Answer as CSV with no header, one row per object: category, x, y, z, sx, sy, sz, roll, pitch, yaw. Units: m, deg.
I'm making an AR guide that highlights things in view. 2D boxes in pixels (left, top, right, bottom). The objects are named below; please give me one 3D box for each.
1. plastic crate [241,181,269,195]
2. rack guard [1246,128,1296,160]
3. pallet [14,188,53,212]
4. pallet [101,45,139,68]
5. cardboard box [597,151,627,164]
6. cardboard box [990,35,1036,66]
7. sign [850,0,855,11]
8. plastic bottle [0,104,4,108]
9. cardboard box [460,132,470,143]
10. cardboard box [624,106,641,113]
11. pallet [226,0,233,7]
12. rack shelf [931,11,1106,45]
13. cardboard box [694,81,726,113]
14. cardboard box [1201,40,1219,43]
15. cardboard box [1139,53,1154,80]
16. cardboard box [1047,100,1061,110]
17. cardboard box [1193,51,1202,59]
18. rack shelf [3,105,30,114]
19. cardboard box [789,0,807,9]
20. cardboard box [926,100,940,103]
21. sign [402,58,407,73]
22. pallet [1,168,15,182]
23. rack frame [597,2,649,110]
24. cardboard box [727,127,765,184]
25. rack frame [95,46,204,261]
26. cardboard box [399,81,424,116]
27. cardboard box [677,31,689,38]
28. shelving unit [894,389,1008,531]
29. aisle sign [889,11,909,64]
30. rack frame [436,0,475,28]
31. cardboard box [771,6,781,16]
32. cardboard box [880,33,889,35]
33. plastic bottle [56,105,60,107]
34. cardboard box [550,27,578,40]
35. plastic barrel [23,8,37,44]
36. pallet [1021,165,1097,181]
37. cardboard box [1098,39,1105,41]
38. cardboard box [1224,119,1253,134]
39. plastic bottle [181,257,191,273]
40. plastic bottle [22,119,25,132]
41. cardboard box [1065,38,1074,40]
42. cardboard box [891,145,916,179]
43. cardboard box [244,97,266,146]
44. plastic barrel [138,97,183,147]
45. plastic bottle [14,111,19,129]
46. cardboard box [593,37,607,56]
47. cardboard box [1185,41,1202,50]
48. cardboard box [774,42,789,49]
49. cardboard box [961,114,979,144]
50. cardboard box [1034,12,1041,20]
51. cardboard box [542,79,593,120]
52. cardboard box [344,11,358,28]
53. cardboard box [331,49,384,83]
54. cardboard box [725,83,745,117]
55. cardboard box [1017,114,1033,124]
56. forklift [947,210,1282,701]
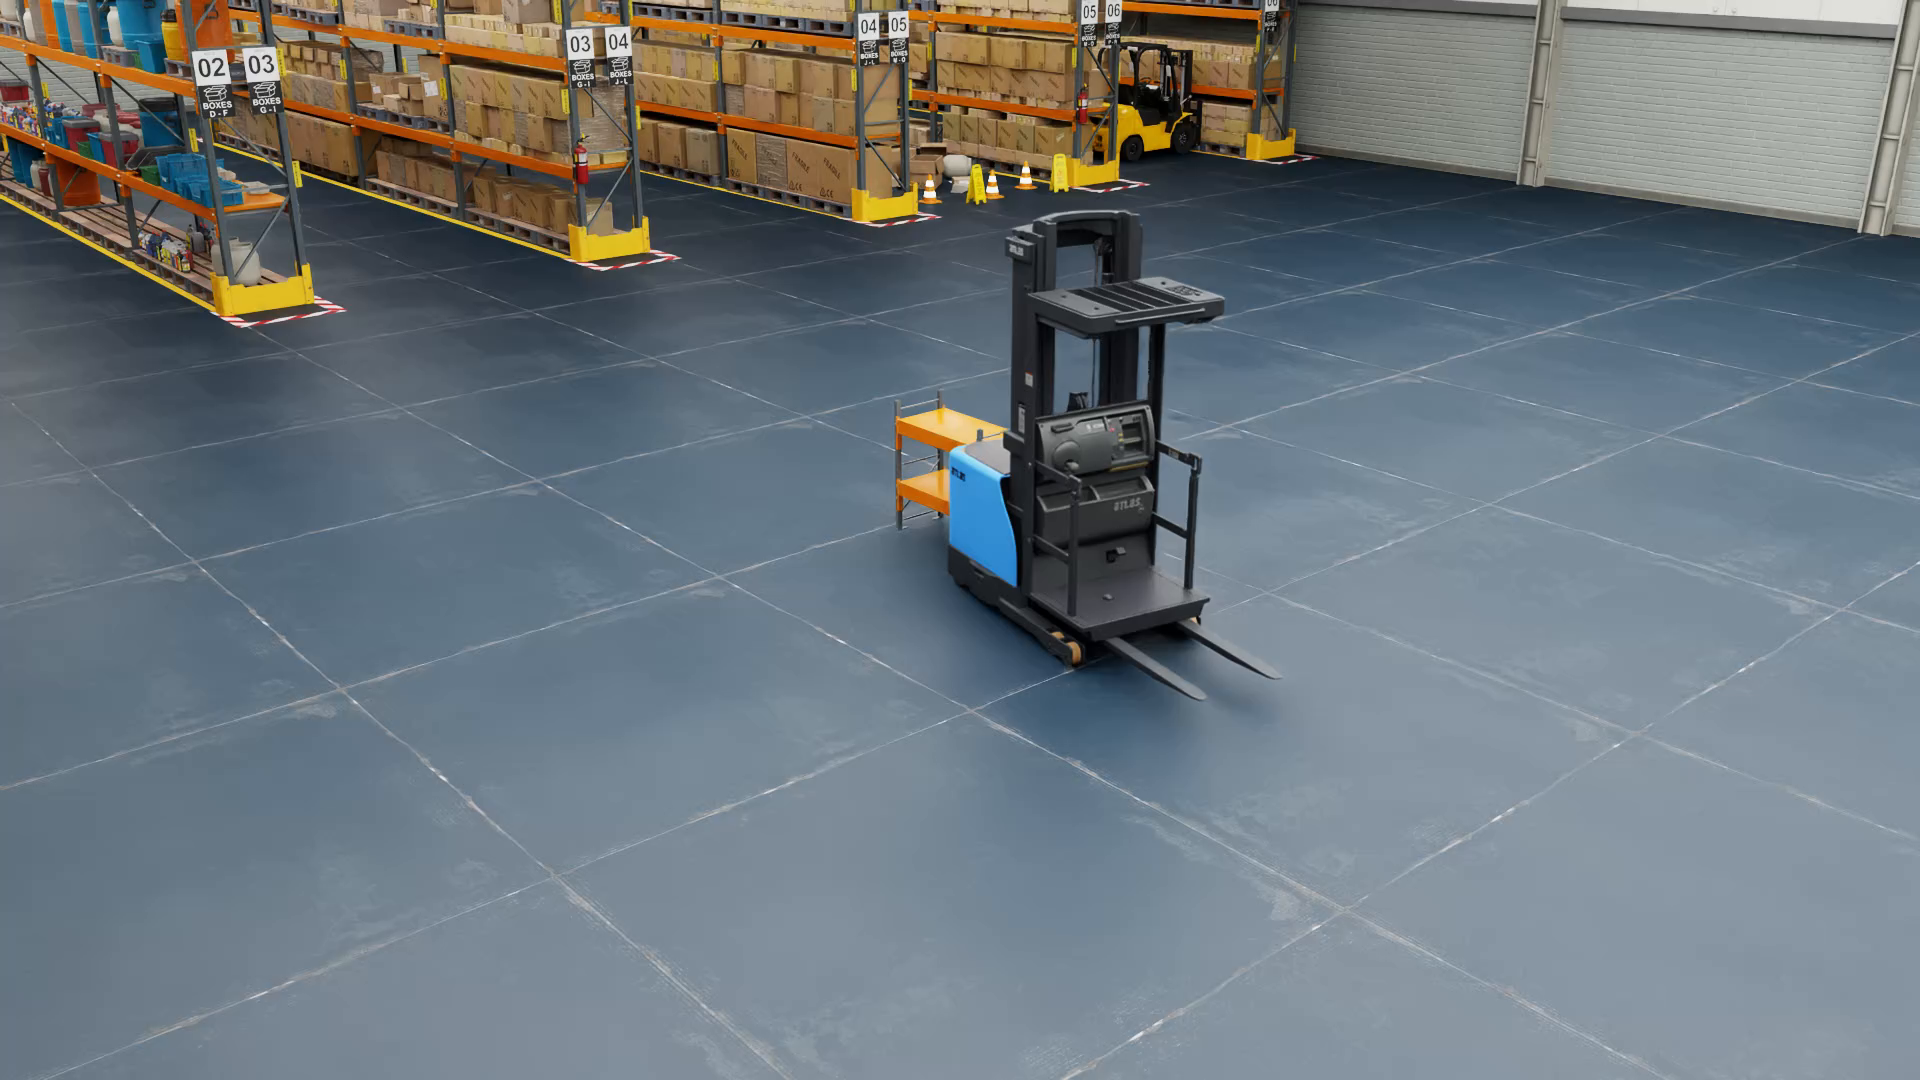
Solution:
plastic crate,-9.158,-4.574,21.636,0.298,0.136,0.250,-17,27,-37
rack guard,6.216,-7.923,33.253,1.175,0.500,0.348,-17,27,-37
pallet,-15.378,-5.829,28.304,1.003,0.211,1.213,-17,27,-37
pallet,-10.883,-6.610,22.620,1.213,0.211,1.003,-17,27,-37
cardboard box,-5.070,-5.570,24.163,0.380,0.149,0.250,-17,27,-37
cardboard box,0.988,-9.080,30.863,0.700,0.500,0.500,-18,27,-38
sign,-1.662,-8.351,25.701,0.100,0.325,0.005,-17,27,-37
plastic bottle,-16.398,-7.311,28.432,0.152,0.276,0.135,-17,27,-37
cardboard box,-7.610,-6.337,26.120,0.380,0.149,0.250,-17,27,-37
cardboard box,-6.730,-8.544,33.234,0.500,0.250,0.500,-19,28,-40
pallet,-14.216,-10.788,33.149,1.003,0.211,1.213,-17,27,-37
rack shelf,1.137,-9.525,30.790,1.077,0.370,4.000,-17,27,-37
cardboard box,-4.396,-7.937,29.724,0.500,0.500,0.500,-18,27,-38
cardboard box,5.155,-10.158,34.099,0.380,0.149,0.250,-17,27,-37
cardboard box,4.034,-9.920,34.788,0.500,0.500,0.500,-17,27,-37
cardboard box,1.787,-7.890,30.086,0.380,0.149,0.250,-18,28,-38
cardboard box,4.906,-9.820,33.642,0.380,0.149,0.250,-17,27,-37
rack shelf,-17.956,-7.906,30.768,1.077,0.370,4.000,-17,27,-37
cardboard box,-2.426,-8.758,26.929,0.500,0.250,0.500,-18,27,-38
cardboard box,-0.476,-10.825,40.086,0.500,0.500,0.500,-19,28,-39
sign,-9.882,-8.396,29.554,0.100,0.325,0.005,-17,27,-37
pallet,-17.160,-6.584,30.229,1.003,0.211,1.213,-17,27,-37
rack frame,-6.463,-8.915,32.358,1.000,3.000,0.127,-17,27,-37
cardboard box,-3.495,-6.825,29.361,0.875,0.875,0.875,-17,27,-37
rack frame,-11.428,-5.478,23.583,1.000,3.000,0.127,-17,27,-37
cardboard box,-8.878,-7.357,27.664,0.797,0.503,0.637,-14,26,-32
cardboard box,-6.233,-11.945,38.587,0.500,0.500,0.500,-18,28,-38
shelving unit,-0.004,-0.526,13.510,0.538,1.125,1.048,-17,27,-37
aisle sign,-0.968,-7.967,26.373,0.394,0.787,0.004,-17,27,-37
rack frame,-7.676,-9.450,25.499,1.000,3.000,0.127,-17,27,-37
cardboard box,-2.879,-8.730,27.404,0.380,0.149,0.250,-17,27,-37
cardboard box,-1.498,-10.419,34.188,0.380,0.149,0.250,-19,28,-40
plastic bottle,-15.341,-7.257,28.295,0.152,0.276,0.135,-17,27,-37
cardboard box,-5.483,-7.067,23.185,0.380,0.149,0.250,-17,27,-37
plastic barrel,-14.069,-7.873,25.431,0.421,0.512,0.421,0,21,0
pallet,1.889,-6.866,30.951,1.003,0.211,1.213,-17,27,-37
cardboard box,3.225,-10.851,36.275,0.380,0.149,0.250,-18,27,-38
cardboard box,5.646,-8.302,33.301,0.500,0.250,0.500,-18,28,-38
plastic bottle,-10.348,-3.678,22.220,0.097,0.201,0.097,0,21,0
plastic bottle,-15.283,-6.789,27.202,0.097,0.201,0.097,0,21,0
cardboard box,2.501,-10.864,36.309,0.380,0.149,0.250,-18,28,-39
cardboard box,-1.239,-6.951,30.580,0.797,0.637,0.503,-17,27,-37
cardboard box,-13.856,-8.523,33.696,0.875,0.875,0.875,-17,27,-37
plastic barrel,-11.451,-5.890,23.948,0.600,0.901,0.708,-17,27,-37
plastic bottle,-15.580,-6.942,27.482,0.061,0.283,0.133,-17,27,-37
cardboard box,-5.184,-7.073,23.749,0.500,0.250,0.500,-16,27,-36
cardboard box,4.801,-10.052,33.826,0.380,0.149,0.250,-17,27,-37
cardboard box,-3.656,-10.854,35.800,0.500,0.500,0.500,-17,27,-37
cardboard box,0.371,-7.908,31.954,0.500,0.500,0.500,-16,27,-35
cardboard box,1.548,-9.451,29.958,0.380,0.149,0.250,-17,27,-37
cardboard box,-5.611,-6.295,23.754,0.500,0.500,0.500,-17,27,-37
cardboard box,-10.173,-8.898,28.409,0.500,0.250,0.500,-17,27,-37
cardboard box,-10.752,-8.482,29.739,0.797,0.503,0.637,-16,27,-36
cardboard box,-3.603,-7.780,29.256,0.875,0.550,0.550,-17,27,-37
cardboard box,1.270,-7.792,30.768,0.380,0.149,0.250,-17,27,-37
forklift,1.065,-0.685,11.439,1.130,2.935,3.031,-12,24,-27
